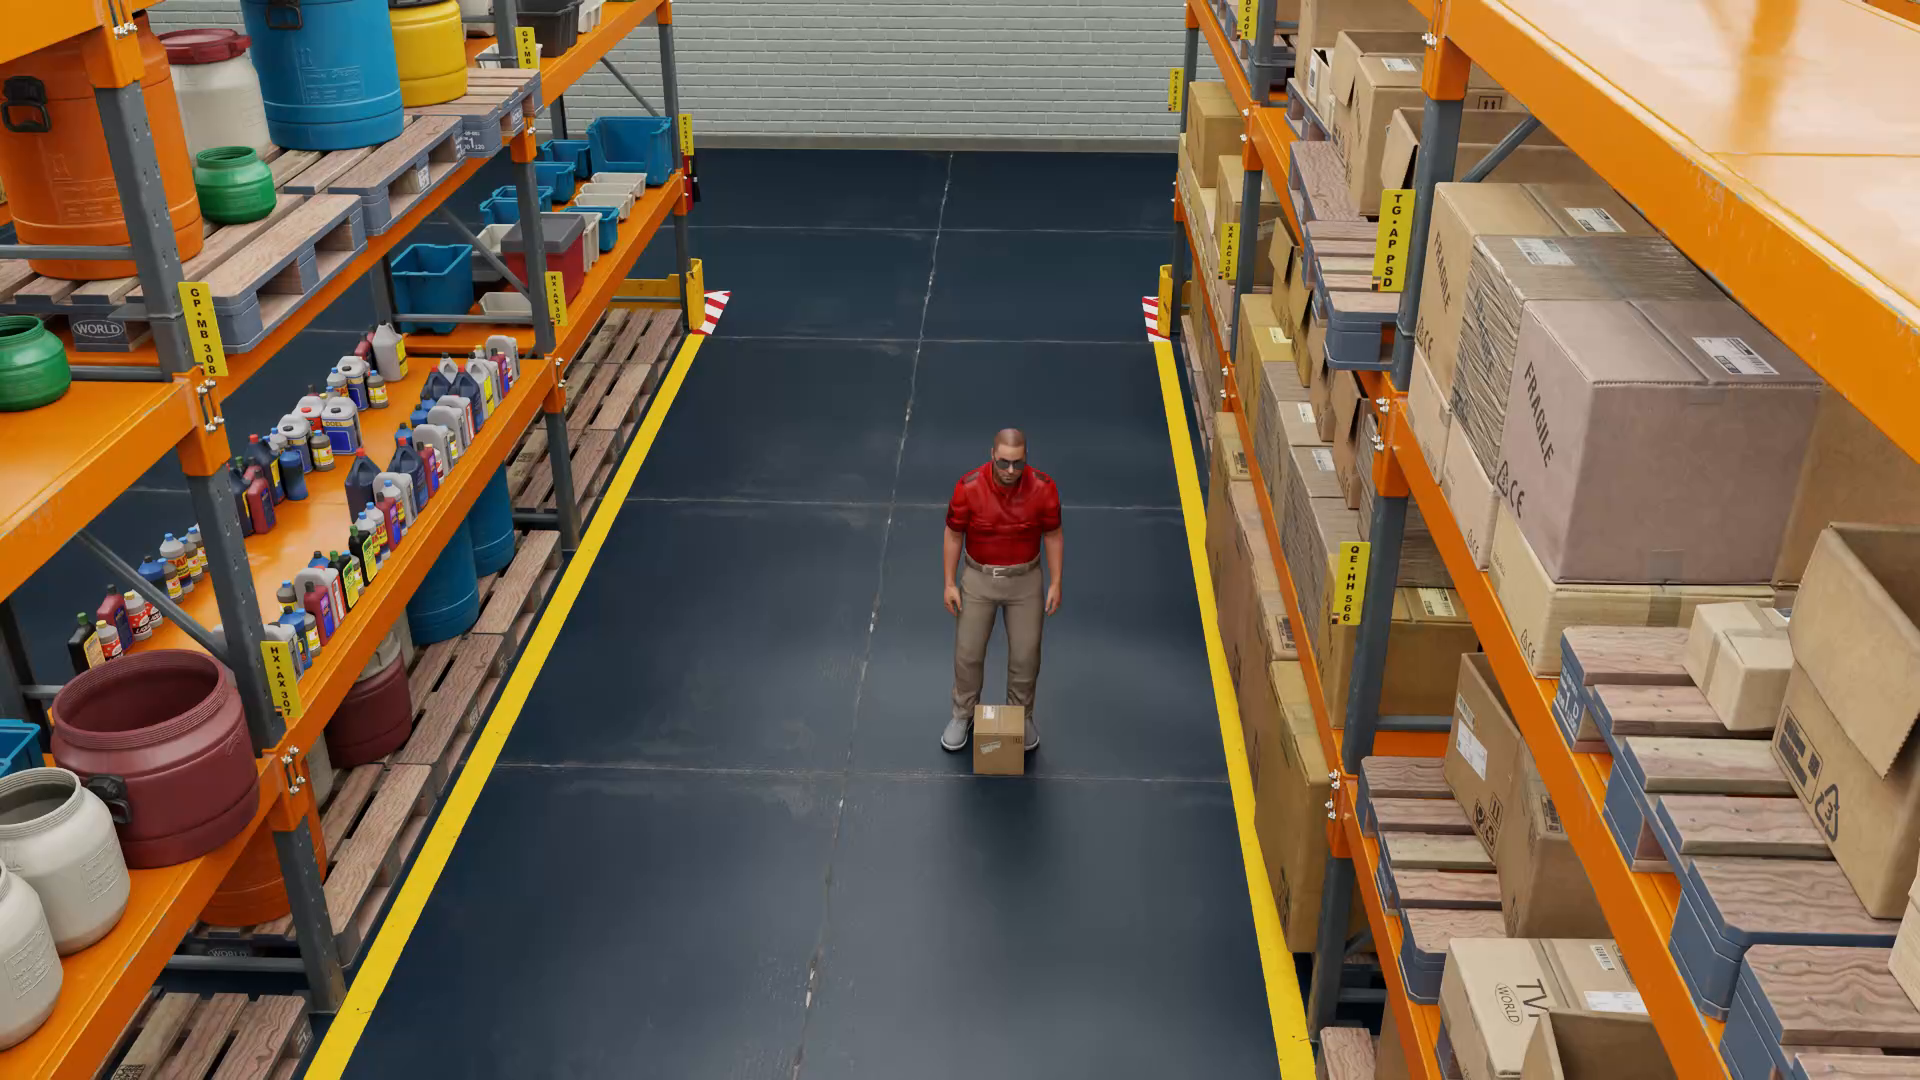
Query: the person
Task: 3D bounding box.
[{"bbox_3d":[0.206,0.227,8.203,0.606,1.728,0.386,0,28,-1],"label":"person"}]
